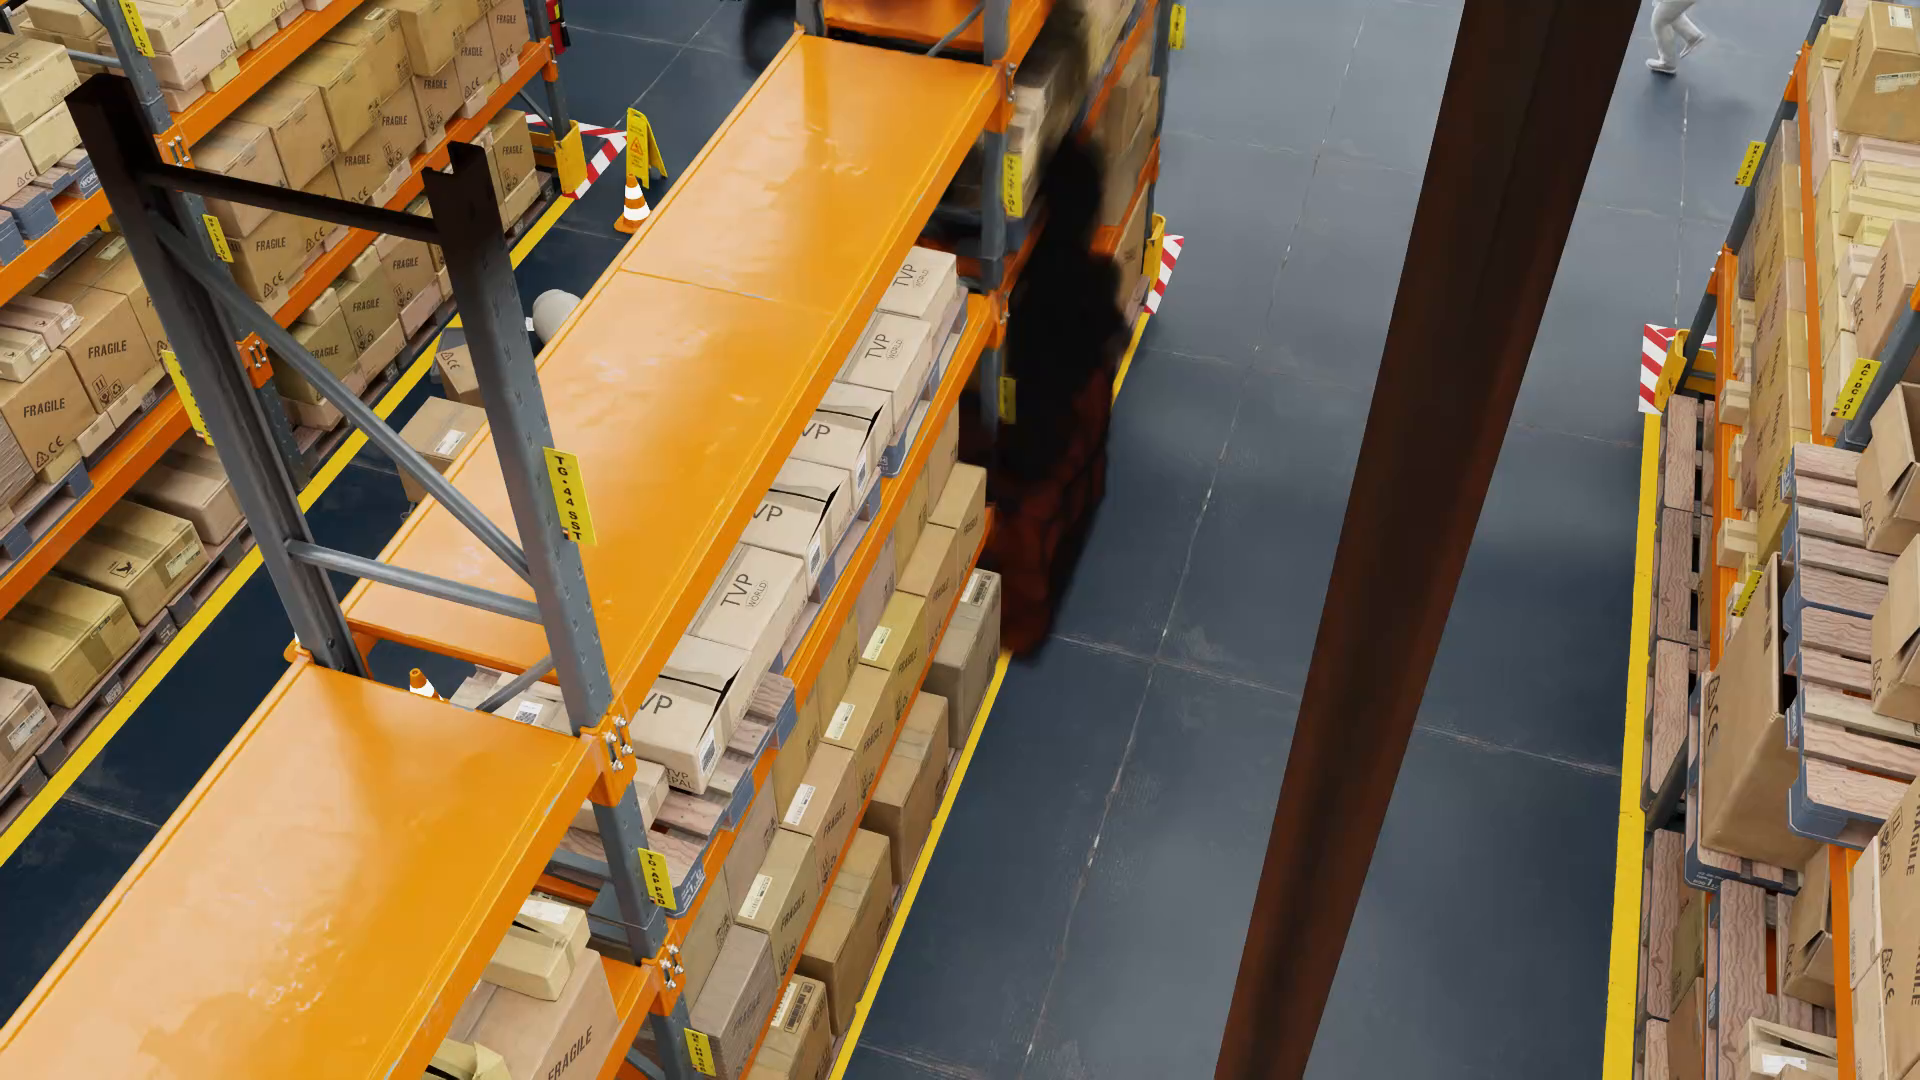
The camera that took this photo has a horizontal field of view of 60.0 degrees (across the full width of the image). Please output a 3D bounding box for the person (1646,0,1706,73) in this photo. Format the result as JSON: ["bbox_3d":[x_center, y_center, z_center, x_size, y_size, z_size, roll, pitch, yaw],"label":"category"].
[{"bbox_3d":[6.489,-4.959,14.862,0.614,1.630,0.548,-35,55,-29],"label":"person"}]
